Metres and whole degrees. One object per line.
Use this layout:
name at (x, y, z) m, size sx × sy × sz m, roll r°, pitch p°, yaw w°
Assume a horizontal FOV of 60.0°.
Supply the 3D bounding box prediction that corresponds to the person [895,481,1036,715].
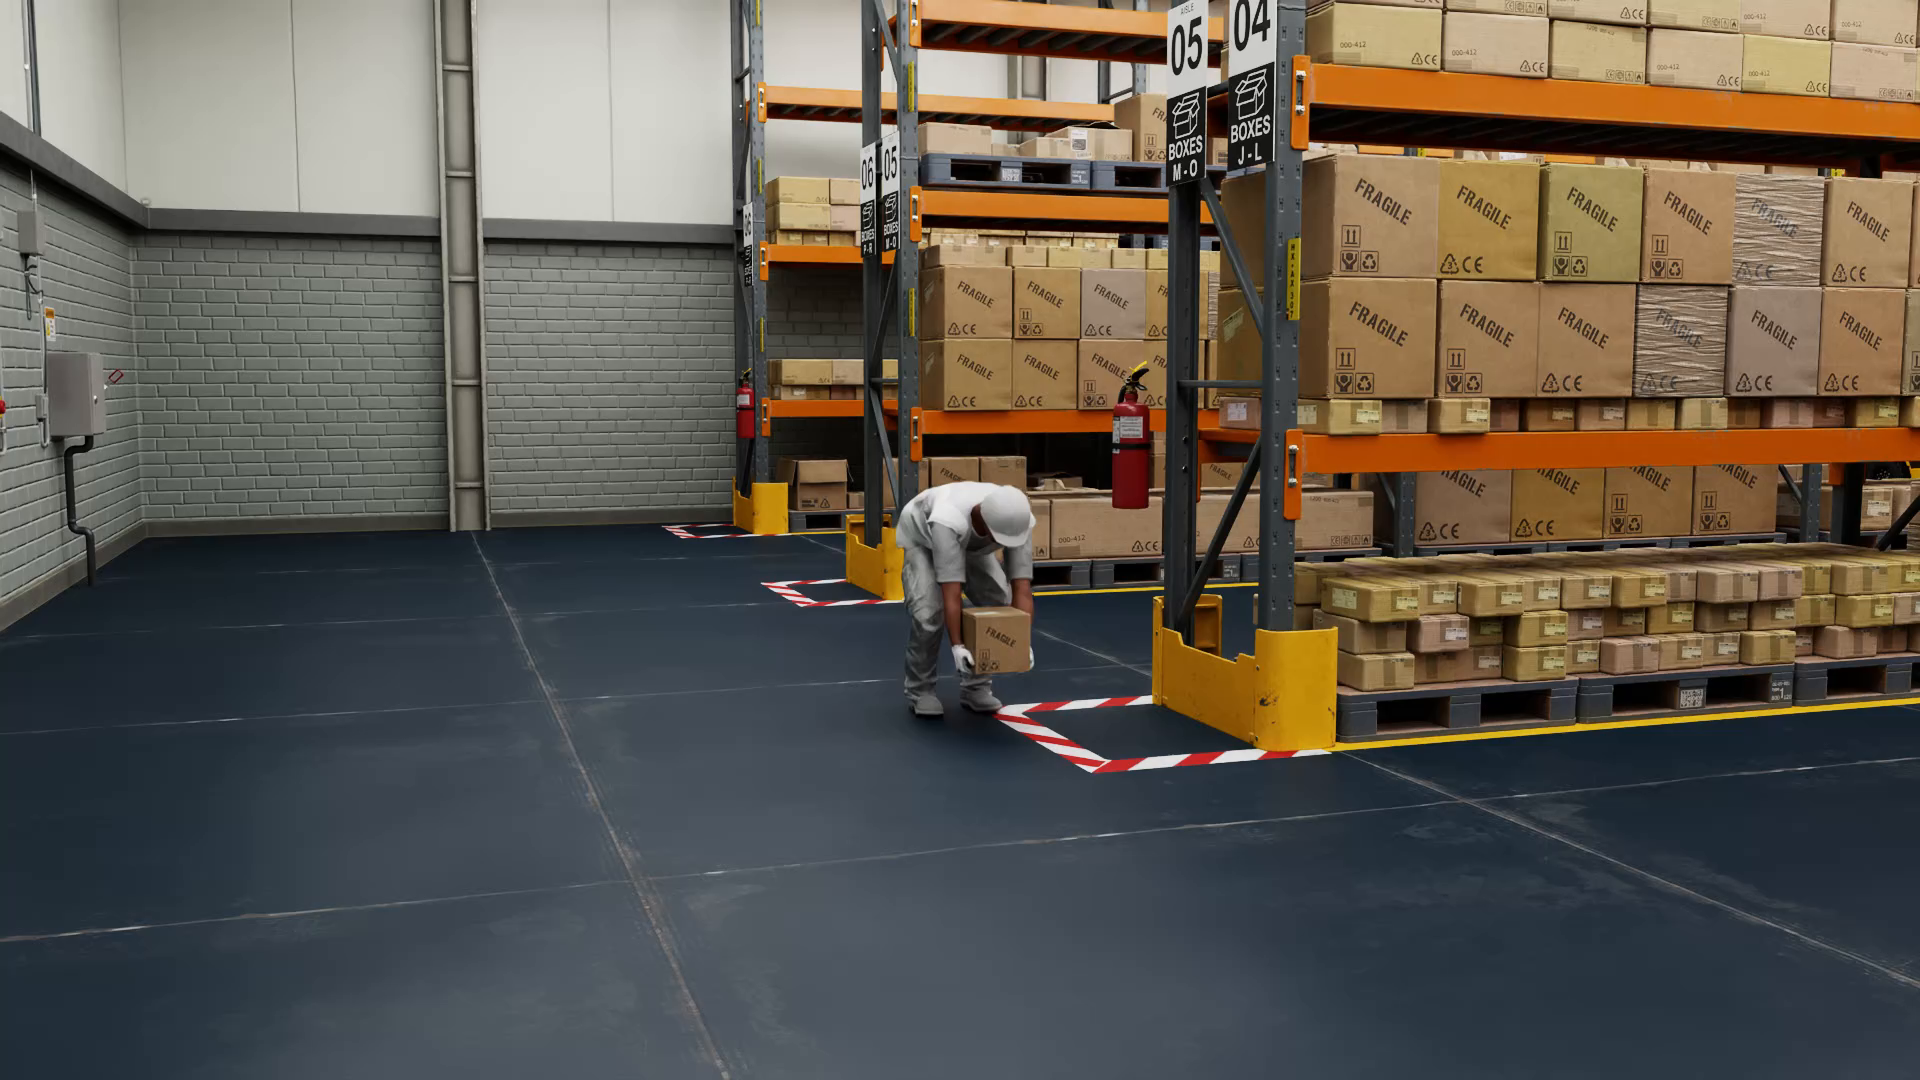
person at (0.048, 0.270, 7.489) m, size 0.534 × 1.081 × 0.978 m, roll -2°, pitch 6°, yaw -23°
